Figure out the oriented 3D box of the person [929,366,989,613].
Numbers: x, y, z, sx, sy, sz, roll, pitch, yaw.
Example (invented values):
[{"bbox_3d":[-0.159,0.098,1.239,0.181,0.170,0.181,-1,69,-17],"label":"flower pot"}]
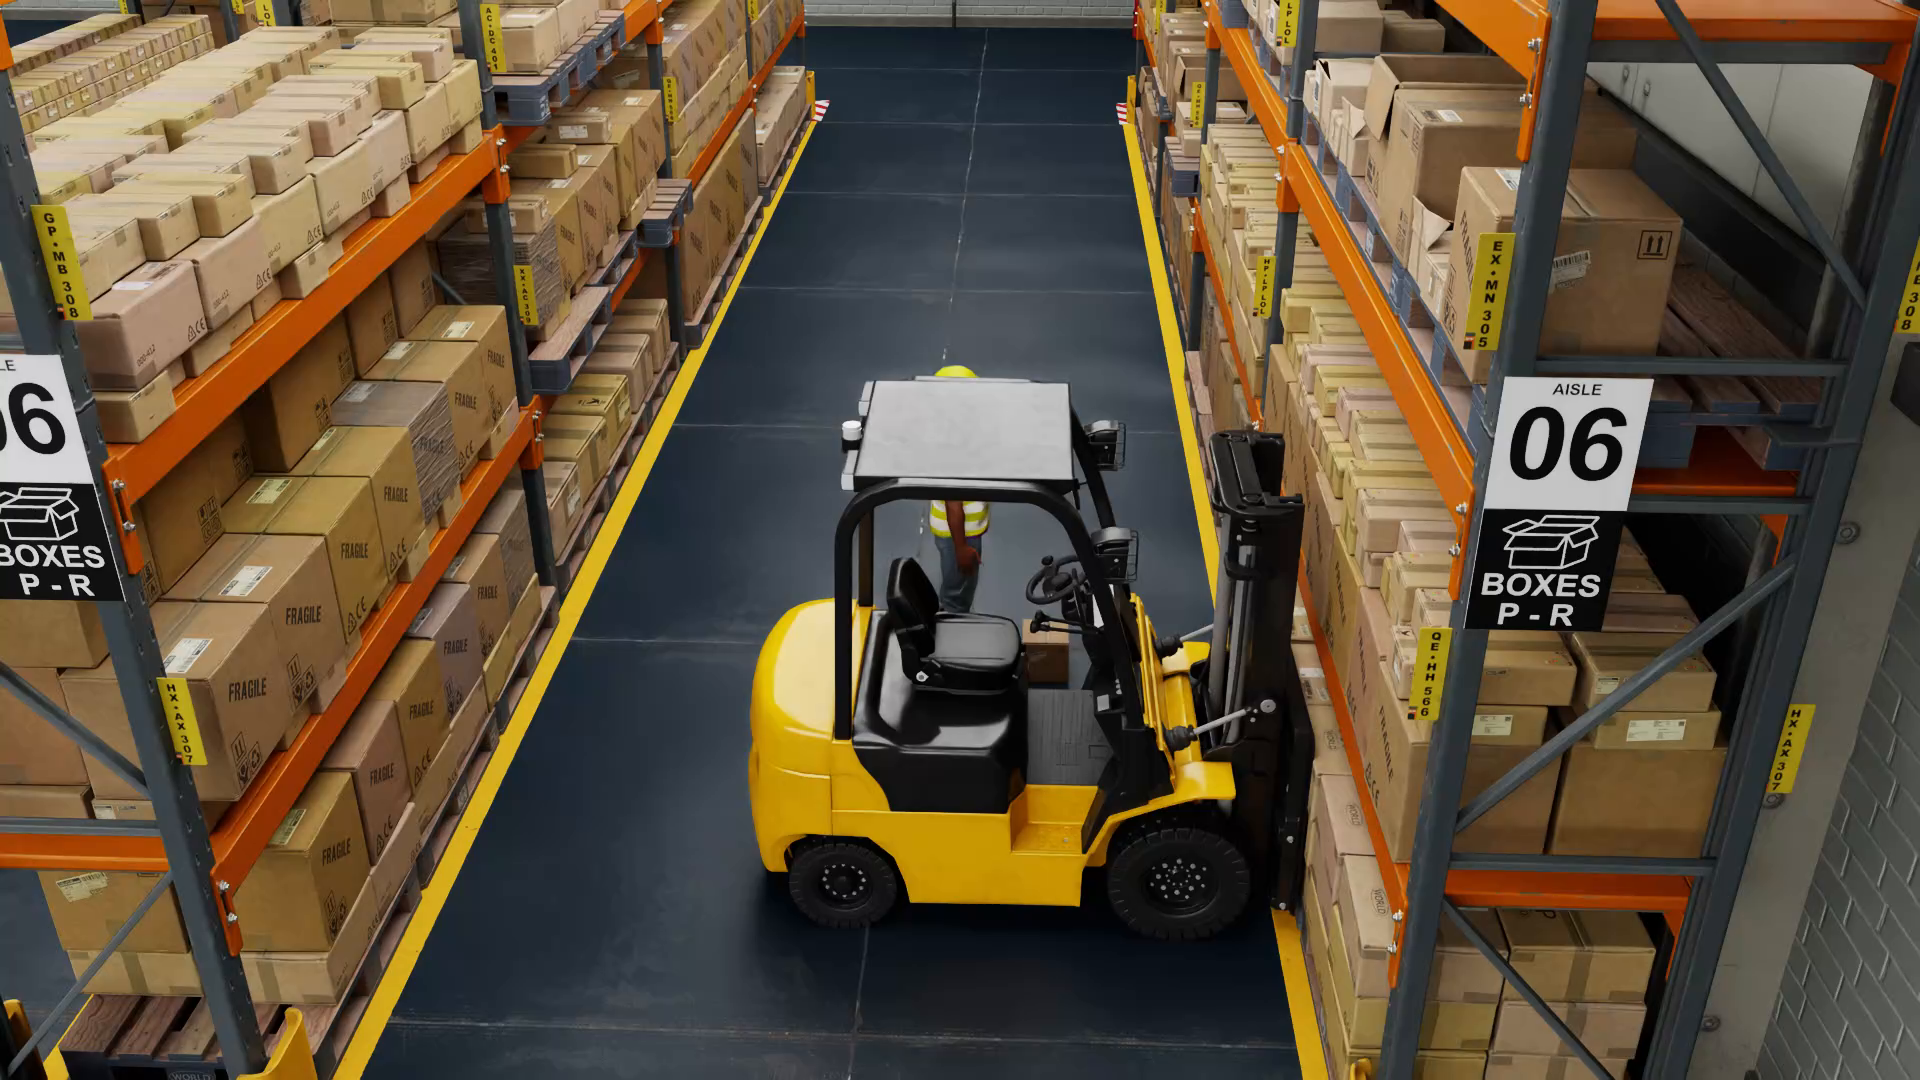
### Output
[{"bbox_3d":[0.012,-0.081,8.738,0.379,1.766,0.576,1,28,2],"label":"person"}]
